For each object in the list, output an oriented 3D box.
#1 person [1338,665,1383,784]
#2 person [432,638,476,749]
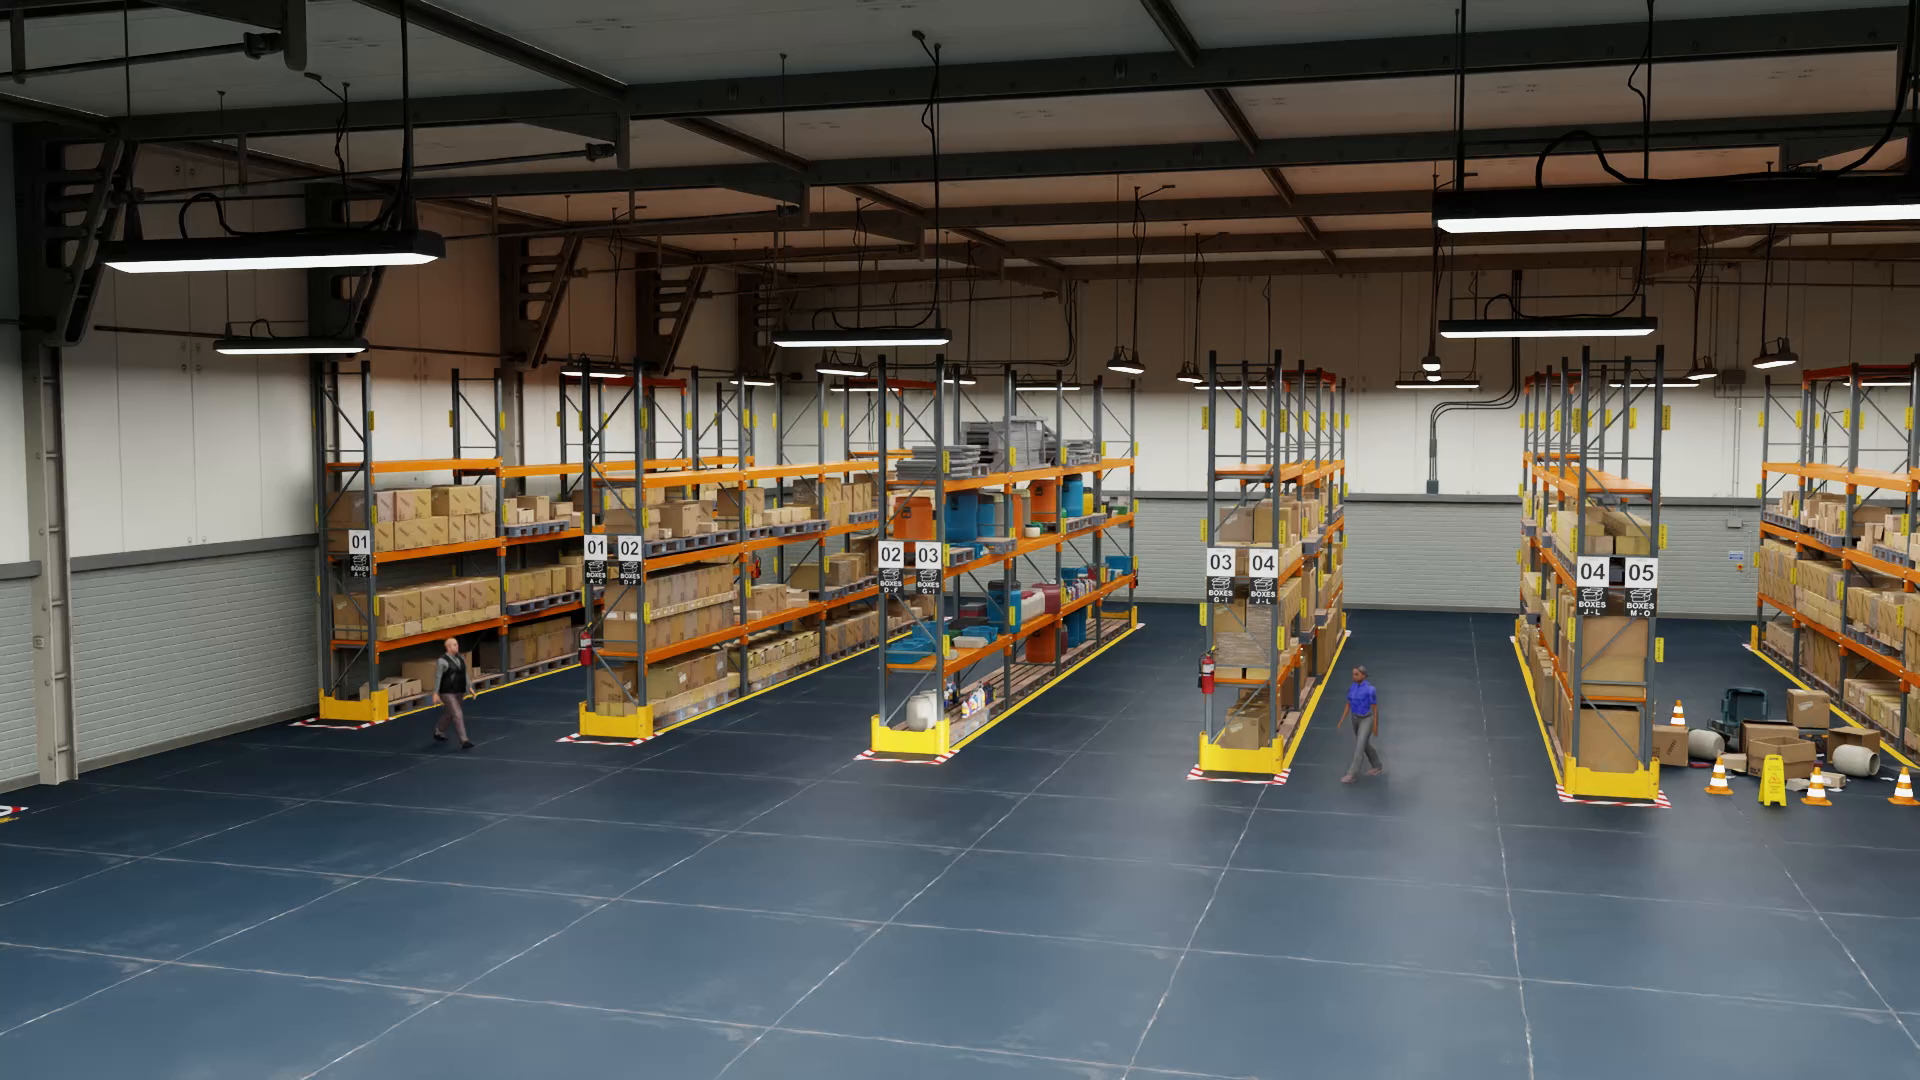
[{"bbox_3d":[5.549,2.524,23.108,1.005,1.591,0.502,-3,5,-32],"label":"person"},{"bbox_3d":[-7.764,2.342,25.476,1.057,1.681,0.602,2,5,30],"label":"person"}]
